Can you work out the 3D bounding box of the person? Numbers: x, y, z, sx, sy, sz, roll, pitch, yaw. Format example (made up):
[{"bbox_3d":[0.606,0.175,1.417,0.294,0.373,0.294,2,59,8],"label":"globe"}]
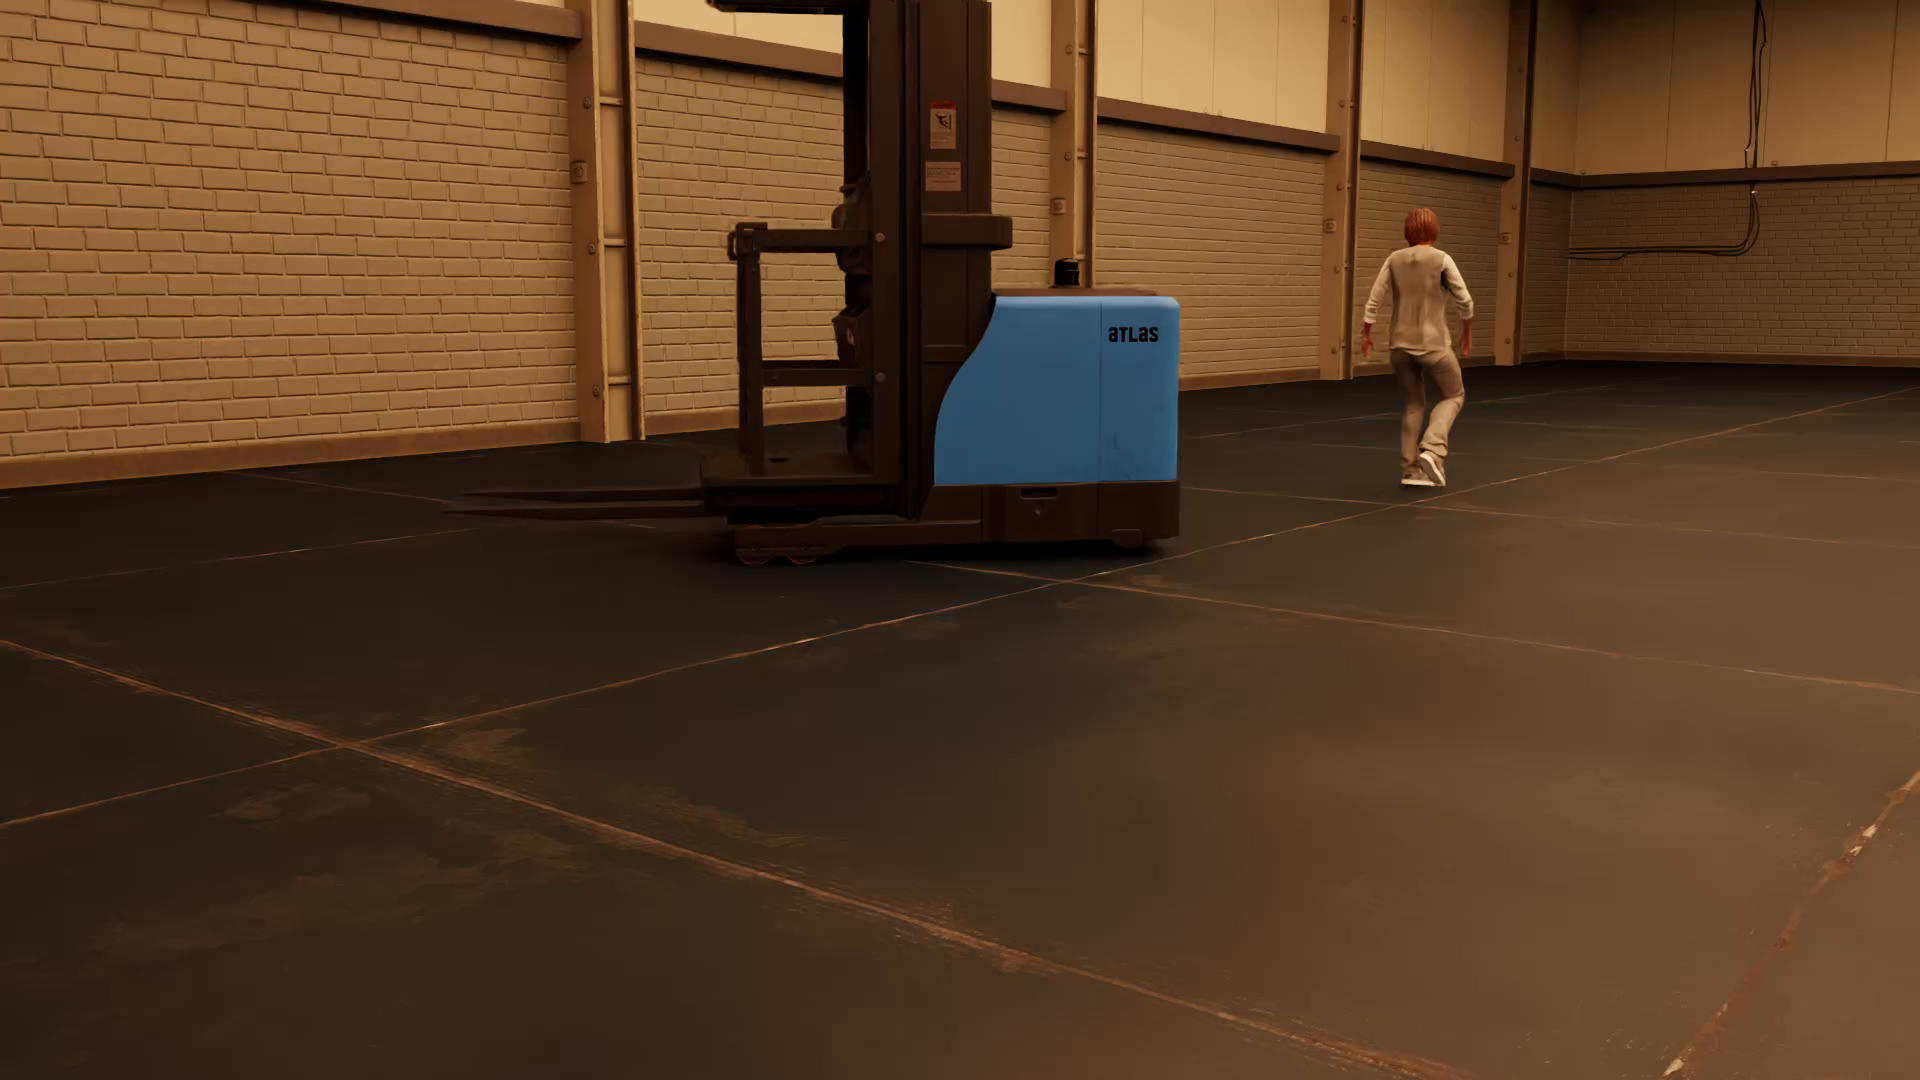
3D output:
[{"bbox_3d":[2.589,-1.078,9.414,0.649,1.559,0.418,8,11,42],"label":"person"}]

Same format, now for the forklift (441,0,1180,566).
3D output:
[{"bbox_3d":[-0.637,-1.428,7.039,3.031,2.935,1.130,-1,8,-9],"label":"forklift"}]
